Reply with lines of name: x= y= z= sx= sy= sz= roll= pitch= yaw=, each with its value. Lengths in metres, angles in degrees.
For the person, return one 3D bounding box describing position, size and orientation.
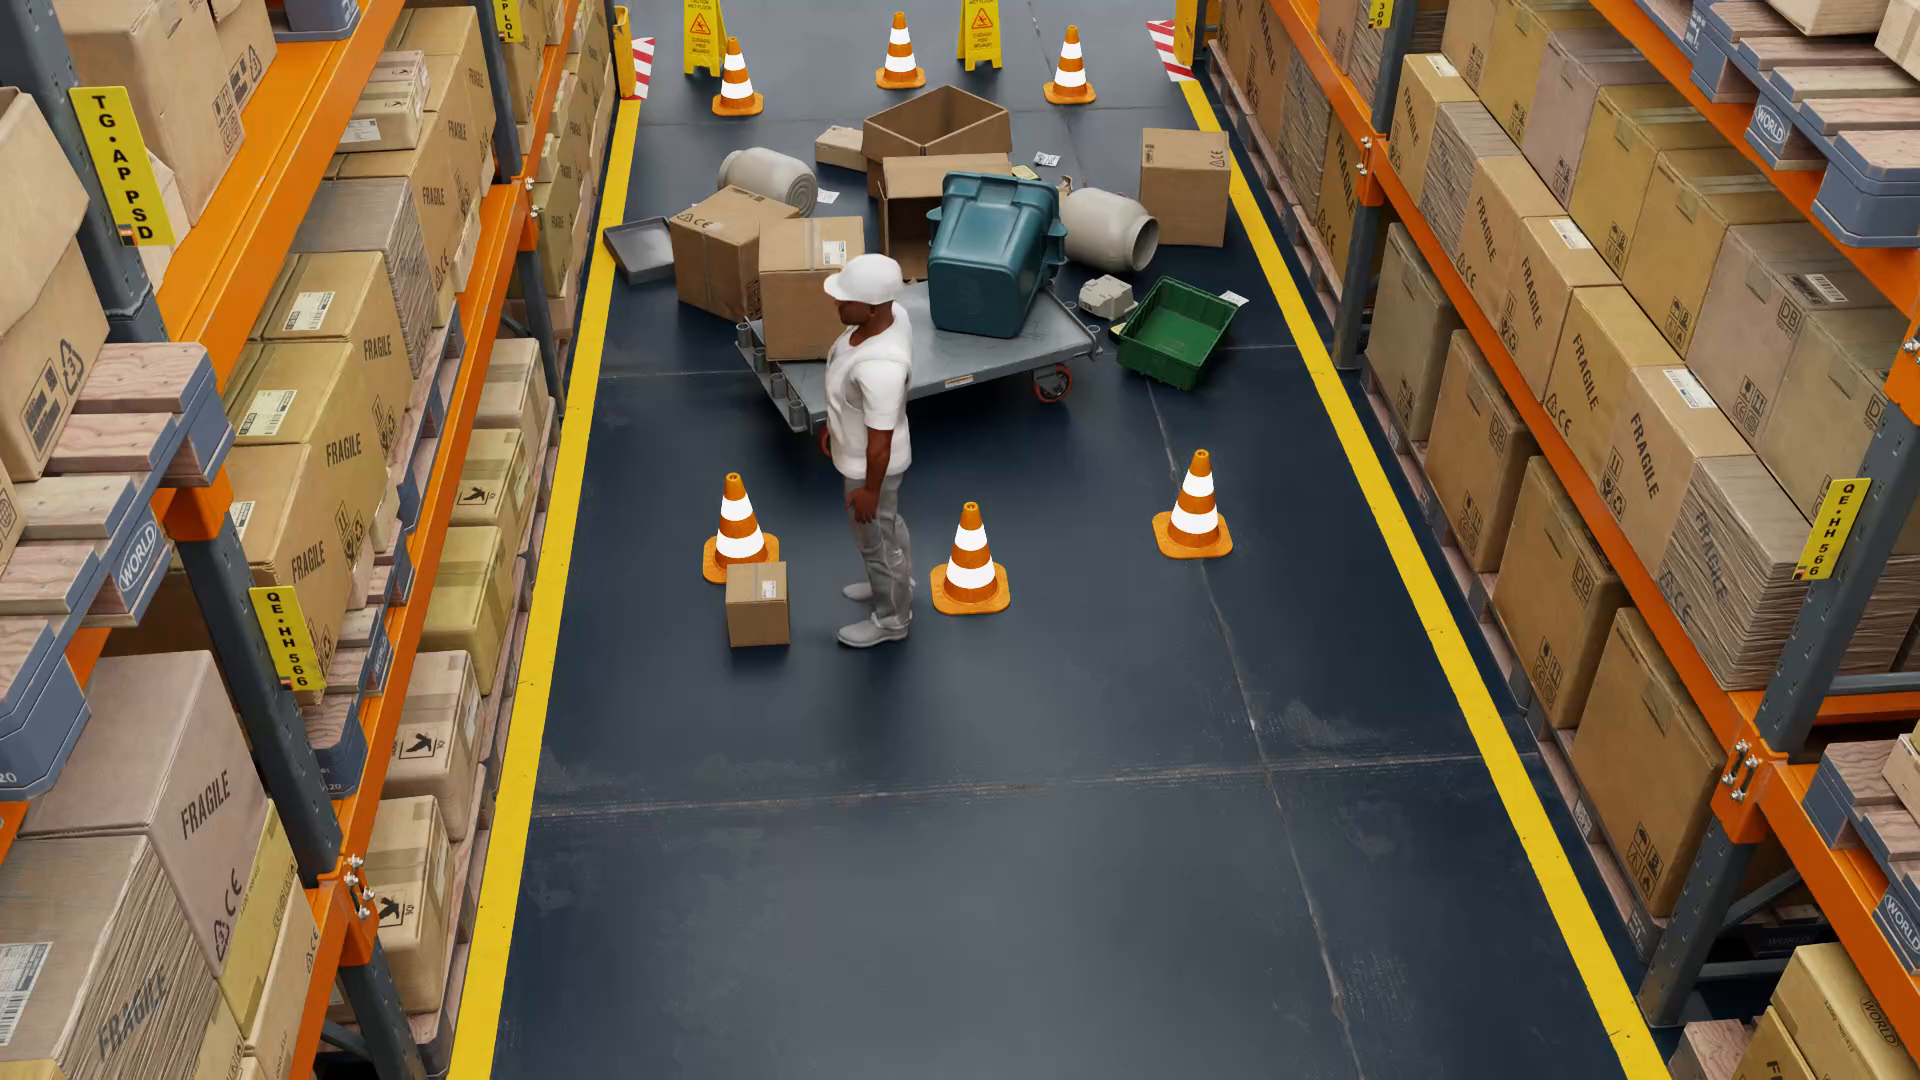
person: x=-0.350 y=-0.333 z=6.561 sx=0.354 sy=1.779 sz=0.565 roll=-3 pitch=39 yaw=-3
